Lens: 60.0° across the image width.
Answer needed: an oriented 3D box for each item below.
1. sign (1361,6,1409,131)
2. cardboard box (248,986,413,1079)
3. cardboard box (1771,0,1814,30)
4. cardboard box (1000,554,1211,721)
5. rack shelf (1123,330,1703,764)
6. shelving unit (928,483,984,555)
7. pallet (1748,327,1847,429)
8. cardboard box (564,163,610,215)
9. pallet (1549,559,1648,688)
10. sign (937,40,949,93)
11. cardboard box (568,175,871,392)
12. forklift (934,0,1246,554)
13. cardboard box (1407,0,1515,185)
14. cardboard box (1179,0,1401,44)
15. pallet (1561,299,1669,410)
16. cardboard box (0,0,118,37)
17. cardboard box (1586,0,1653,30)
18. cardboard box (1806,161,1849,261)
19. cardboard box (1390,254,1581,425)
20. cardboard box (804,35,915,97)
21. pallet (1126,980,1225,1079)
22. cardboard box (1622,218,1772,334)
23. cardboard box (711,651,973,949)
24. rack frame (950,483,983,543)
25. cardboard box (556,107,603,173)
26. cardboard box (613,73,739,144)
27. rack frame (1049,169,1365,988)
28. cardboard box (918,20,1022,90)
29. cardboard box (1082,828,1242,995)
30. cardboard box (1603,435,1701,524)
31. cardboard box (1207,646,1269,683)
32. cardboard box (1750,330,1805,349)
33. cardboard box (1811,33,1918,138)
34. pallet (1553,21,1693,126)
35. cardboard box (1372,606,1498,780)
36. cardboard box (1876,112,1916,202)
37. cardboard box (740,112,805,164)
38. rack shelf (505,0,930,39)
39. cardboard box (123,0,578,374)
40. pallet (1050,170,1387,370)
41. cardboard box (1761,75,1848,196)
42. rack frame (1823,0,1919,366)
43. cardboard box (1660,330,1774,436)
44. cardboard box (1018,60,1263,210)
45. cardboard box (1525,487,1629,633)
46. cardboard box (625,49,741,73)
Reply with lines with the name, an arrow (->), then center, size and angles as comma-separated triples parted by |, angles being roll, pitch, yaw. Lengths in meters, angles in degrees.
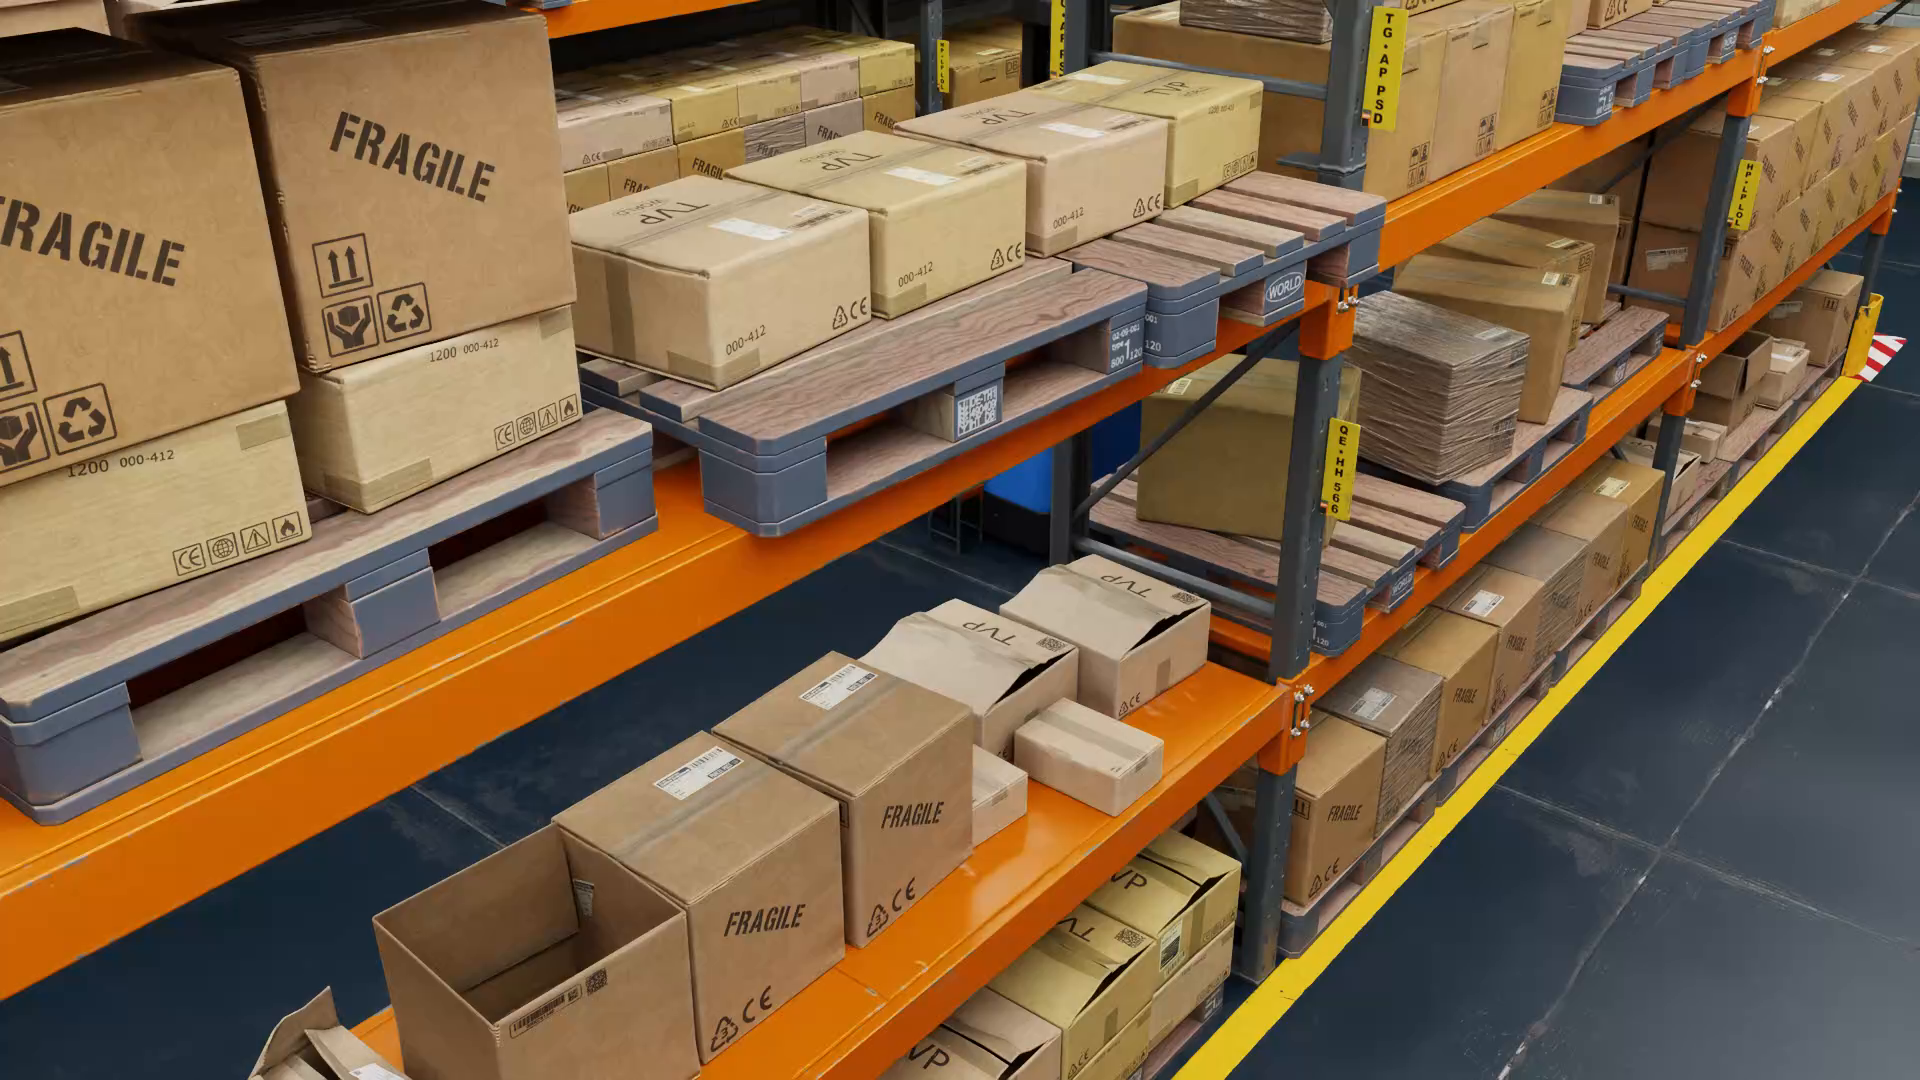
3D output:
sign -> 1.167, -1.295, 4.575 | 0.100, 0.325, 0.005 | 21, 34, 34
cardboard box -> -1.383, 1.250, 3.716 | 0.396, 0.266, 0.258 | 20, 33, 33
cardboard box -> 3.789, -2.647, 8.001 | 0.500, 0.250, 0.500 | 21, 34, 34
cardboard box -> 0.479, 0.293, 5.516 | 0.500, 0.311, 0.500 | 23, 35, 37
rack shelf -> 2.016, -0.252, 7.256 | 1.077, 0.370, 4.000 | 21, 34, 34
shelving unit -> -0.026, -0.520, 8.950 | 0.258, 1.200, 0.189 | 23, 35, 37
pallet -> 5.278, -1.151, 11.245 | 1.003, 0.211, 1.213 | 21, 34, 34
cardboard box -> -2.234, -1.775, 8.962 | 0.500, 0.500, 0.500 | 22, 35, 36
pallet -> 2.800, 0.257, 8.524 | 1.003, 0.211, 1.213 | 21, 34, 34
sign -> -0.111, -3.051, 10.710 | 0.100, 0.325, 0.005 | 21, 34, 34
cardboard box -> -0.537, -0.557, 3.504 | 0.500, 0.250, 0.500 | 18, 32, 30
forklift -> 1.110, -1.817, 9.573 | 1.130, 2.935, 3.031 | 23, 35, 37
cardboard box -> 1.320, -1.585, 5.676 | 0.910, 0.500, 0.500 | 21, 34, 34
cardboard box -> 1.027, -1.836, 5.074 | 0.500, 0.500, 0.500 | 21, 34, 34
pallet -> 2.696, -0.944, 8.020 | 1.003, 0.211, 1.213 | 21, 34, 34
cardboard box -> -3.977, -2.264, 6.963 | 0.637, 0.503, 0.797 | -23, 35, -37
cardboard box -> 2.504, -2.488, 6.856 | 0.600, 0.600, 0.600 | 20, 34, 34
cardboard box -> 4.788, -1.966, 9.678 | 0.500, 0.500, 0.500 | 20, 34, 34
cardboard box -> 2.212, -0.868, 7.097 | 0.700, 0.500, 0.500 | 12, 30, 22
cardboard box -> -0.636, -3.006, 10.525 | 0.500, 0.250, 0.500 | 22, 34, 36
pallet -> 0.190, 1.656, 5.819 | 1.003, 0.211, 1.213 | 21, 34, 34
cardboard box -> 3.823, -1.427, 8.634 | 0.500, 0.500, 0.500 | 22, 34, 36
cardboard box -> -0.310, 0.692, 4.538 | 0.500, 0.500, 0.500 | 19, 33, 32
rack frame -> 0.036, -0.551, 9.010 | 0.240, 1.200, 0.006 | 23, 35, 37
cardboard box -> -2.252, -2.104, 8.782 | 0.500, 0.250, 0.500 | 20, 34, 34
cardboard box -> -1.617, -2.465, 9.481 | 0.500, 0.250, 0.500 | 20, 33, 33
rack frame -> 0.744, 0.137, 5.720 | 1.000, 3.000, 0.127 | 21, 34, 34
cardboard box -> 0.290, -3.306, 12.049 | 0.980, 0.700, 0.700 | 20, 33, 33
cardboard box -> 0.601, 1.180, 5.629 | 0.500, 0.311, 0.500 | 22, 34, 36
cardboard box -> 3.722, -0.368, 9.144 | 0.500, 0.311, 0.500 | 21, 34, 34
cardboard box -> 1.191, 0.297, 6.836 | 0.500, 0.250, 0.500 | 22, 35, 36
cardboard box -> 5.350, -1.254, 11.015 | 0.380, 0.166, 0.250 | 21, 34, 34
cardboard box -> 5.441, -2.770, 10.143 | 0.500, 0.500, 0.500 | 22, 34, 36
pallet -> 2.162, -1.951, 6.696 | 1.213, 0.211, 1.003 | 21, 34, 34
cardboard box -> 1.906, 0.610, 7.047 | 0.500, 0.500, 0.500 | 20, 34, 34
cardboard box -> 5.758, -2.505, 10.720 | 0.500, 0.500, 0.500 | 22, 35, 36
cardboard box -> -1.278, -2.316, 10.008 | 0.500, 0.500, 0.500 | 21, 34, 34
rack shelf -> -1.808, -3.031, 9.363 | 1.077, 0.370, 4.000 | 21, 34, 34
cardboard box -> -1.033, -0.646, 2.859 | 0.500, 0.500, 0.500 | -25, 36, -39
pallet -> 0.382, -0.845, 4.559 | 1.213, 0.211, 1.003 | 23, 35, 37
cardboard box -> 4.460, -2.220, 9.079 | 0.500, 0.500, 0.500 | 20, 33, 33
rack frame -> 5.833, -2.699, 11.203 | 1.000, 3.000, 0.127 | 21, 34, 34
cardboard box -> 4.480, -1.035, 10.225 | 0.797, 0.503, 0.637 | 21, 34, 34
cardboard box -> 0.499, -1.138, 4.626 | 0.500, 0.250, 0.500 | 18, 32, 31
cardboard box -> 2.875, 0.065, 8.101 | 0.500, 0.500, 0.500 | 21, 34, 35
cardboard box -> -1.673, -2.792, 10.113 | 0.500, 0.250, 0.500 | 19, 33, 33
